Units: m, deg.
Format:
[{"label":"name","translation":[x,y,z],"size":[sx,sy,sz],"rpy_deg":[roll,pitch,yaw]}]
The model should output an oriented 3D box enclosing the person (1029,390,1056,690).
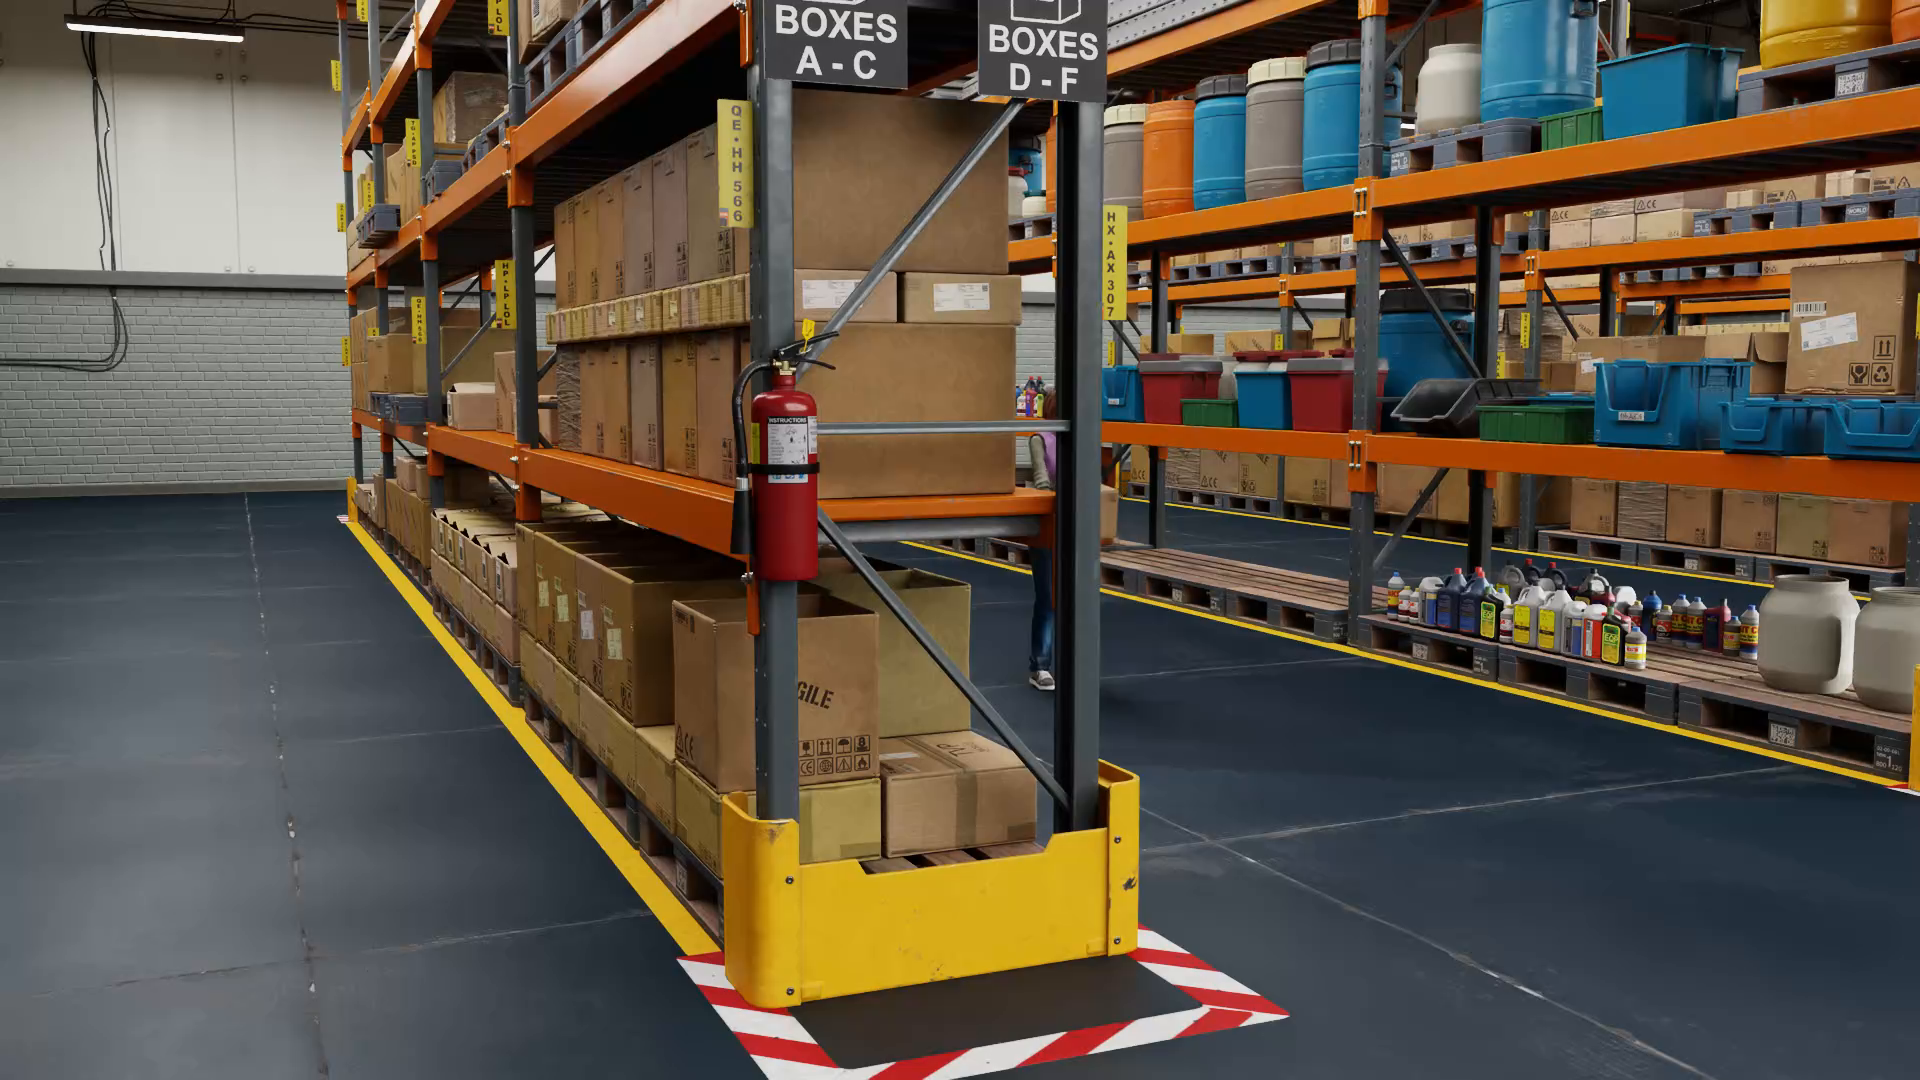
[{"label":"person","translation":[0.574,-0.002,8.758],"size":[0.402,1.597,0.491],"rpy_deg":[-2,6,-23]}]
